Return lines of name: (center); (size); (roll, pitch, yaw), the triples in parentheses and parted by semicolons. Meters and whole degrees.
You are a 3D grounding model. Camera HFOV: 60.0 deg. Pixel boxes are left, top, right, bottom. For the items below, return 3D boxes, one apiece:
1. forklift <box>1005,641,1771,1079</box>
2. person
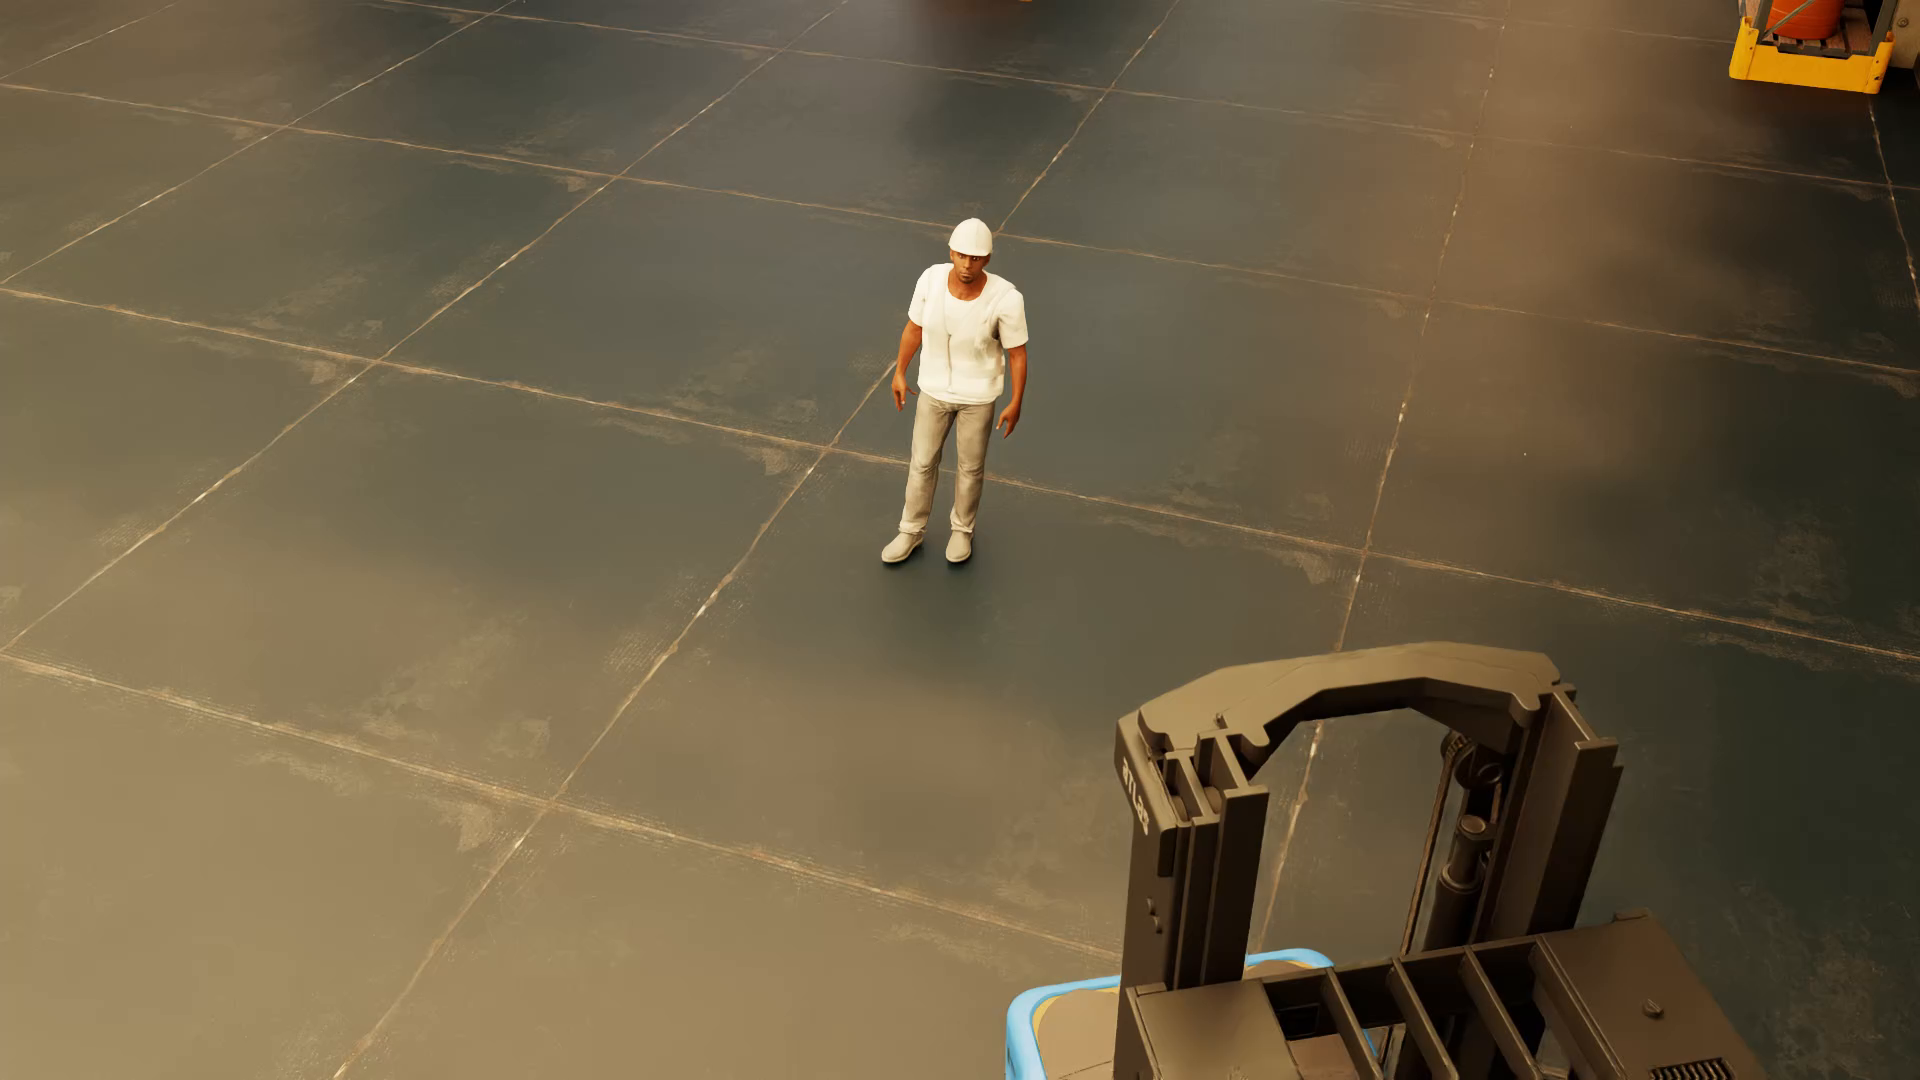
forklift: (0.902, 1.800, 3.573); (1.130, 2.935, 3.031); (-6, 36, -9)
person: (-0.029, -0.689, 8.078); (0.665, 1.768, 0.575); (12, 37, 16)
